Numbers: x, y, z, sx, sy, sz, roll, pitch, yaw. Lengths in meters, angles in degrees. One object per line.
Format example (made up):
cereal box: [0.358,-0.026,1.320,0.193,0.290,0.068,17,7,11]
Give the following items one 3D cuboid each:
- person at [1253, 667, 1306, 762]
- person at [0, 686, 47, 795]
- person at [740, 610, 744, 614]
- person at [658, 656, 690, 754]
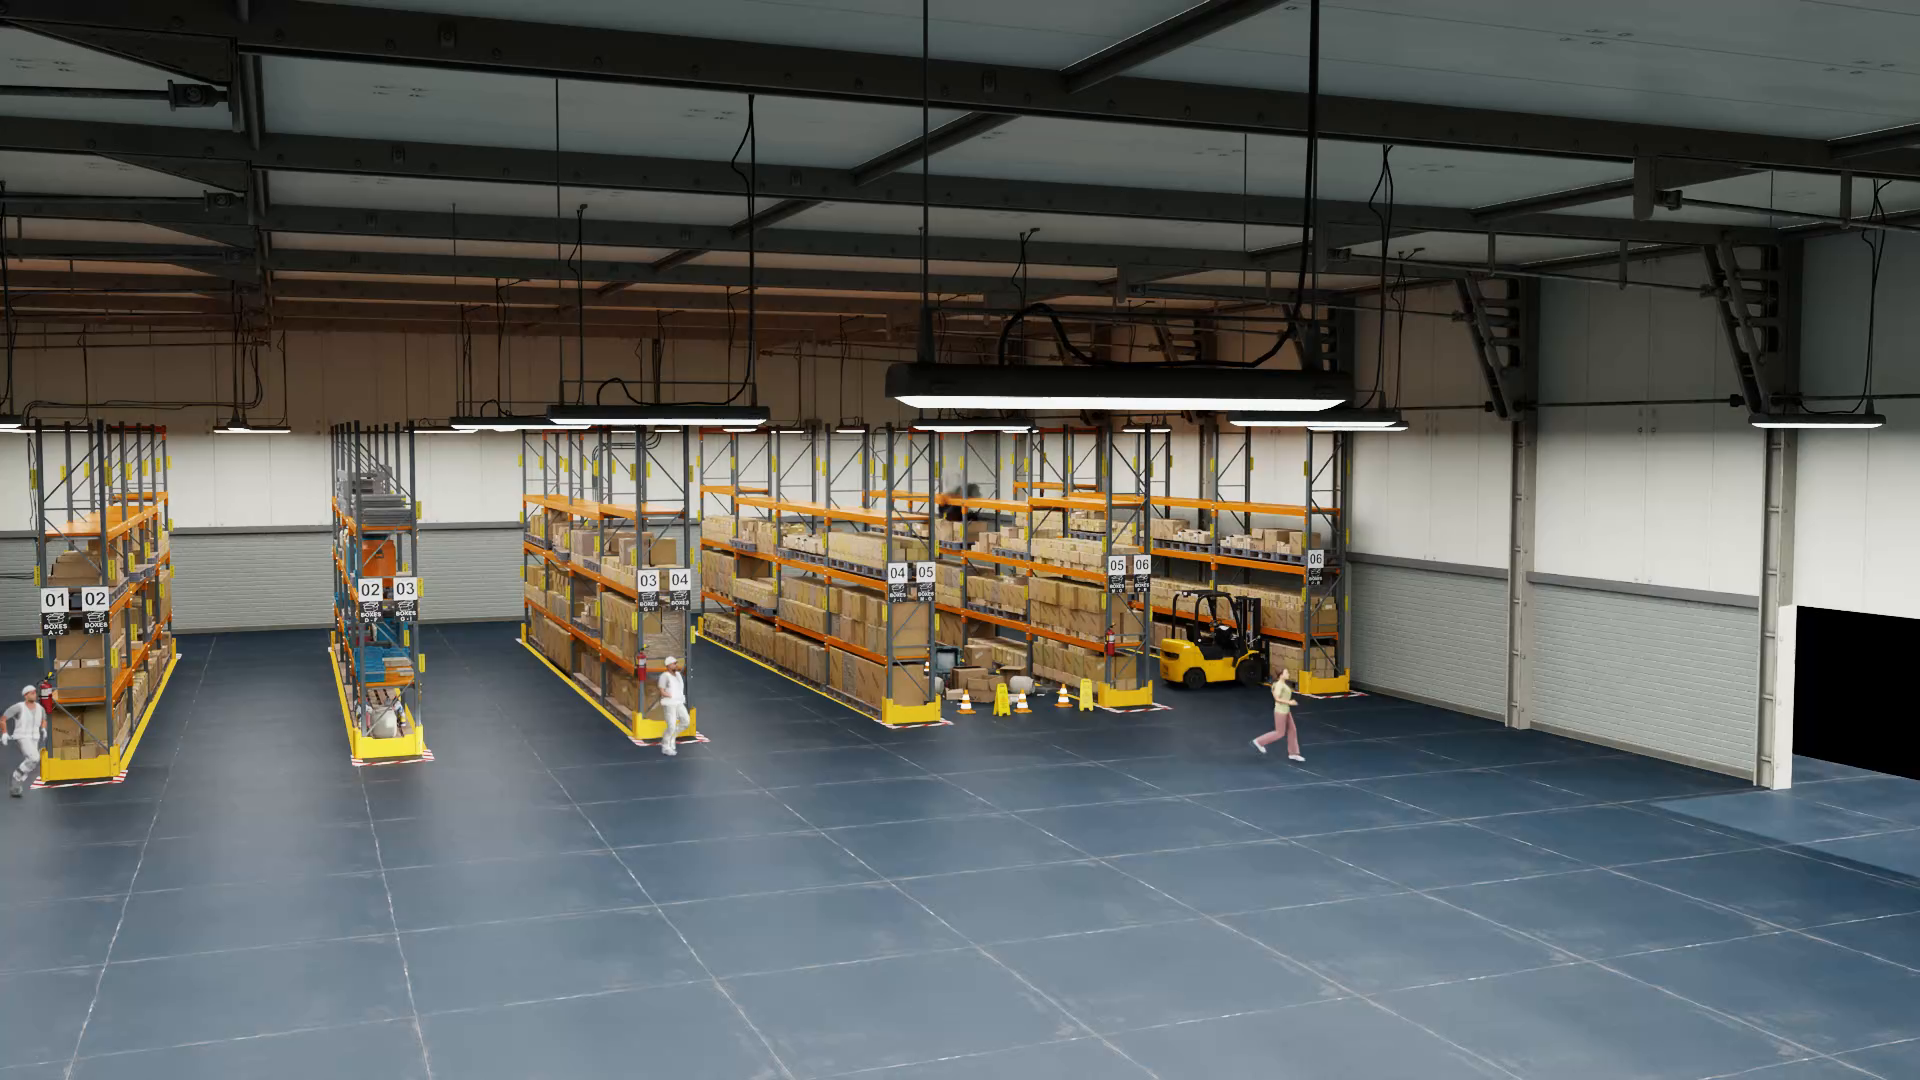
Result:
person: [5.648,3.062,29.333,0.922,1.672,0.579,1,4,19]
person: [-14.862,3.195,26.567,0.602,1.714,0.707,1,4,22]
person: [-6.637,1.784,49.762,1.125,1.644,0.724,2,4,31]
person: [-5.148,2.977,29.999,0.588,1.753,0.730,2,4,28]
